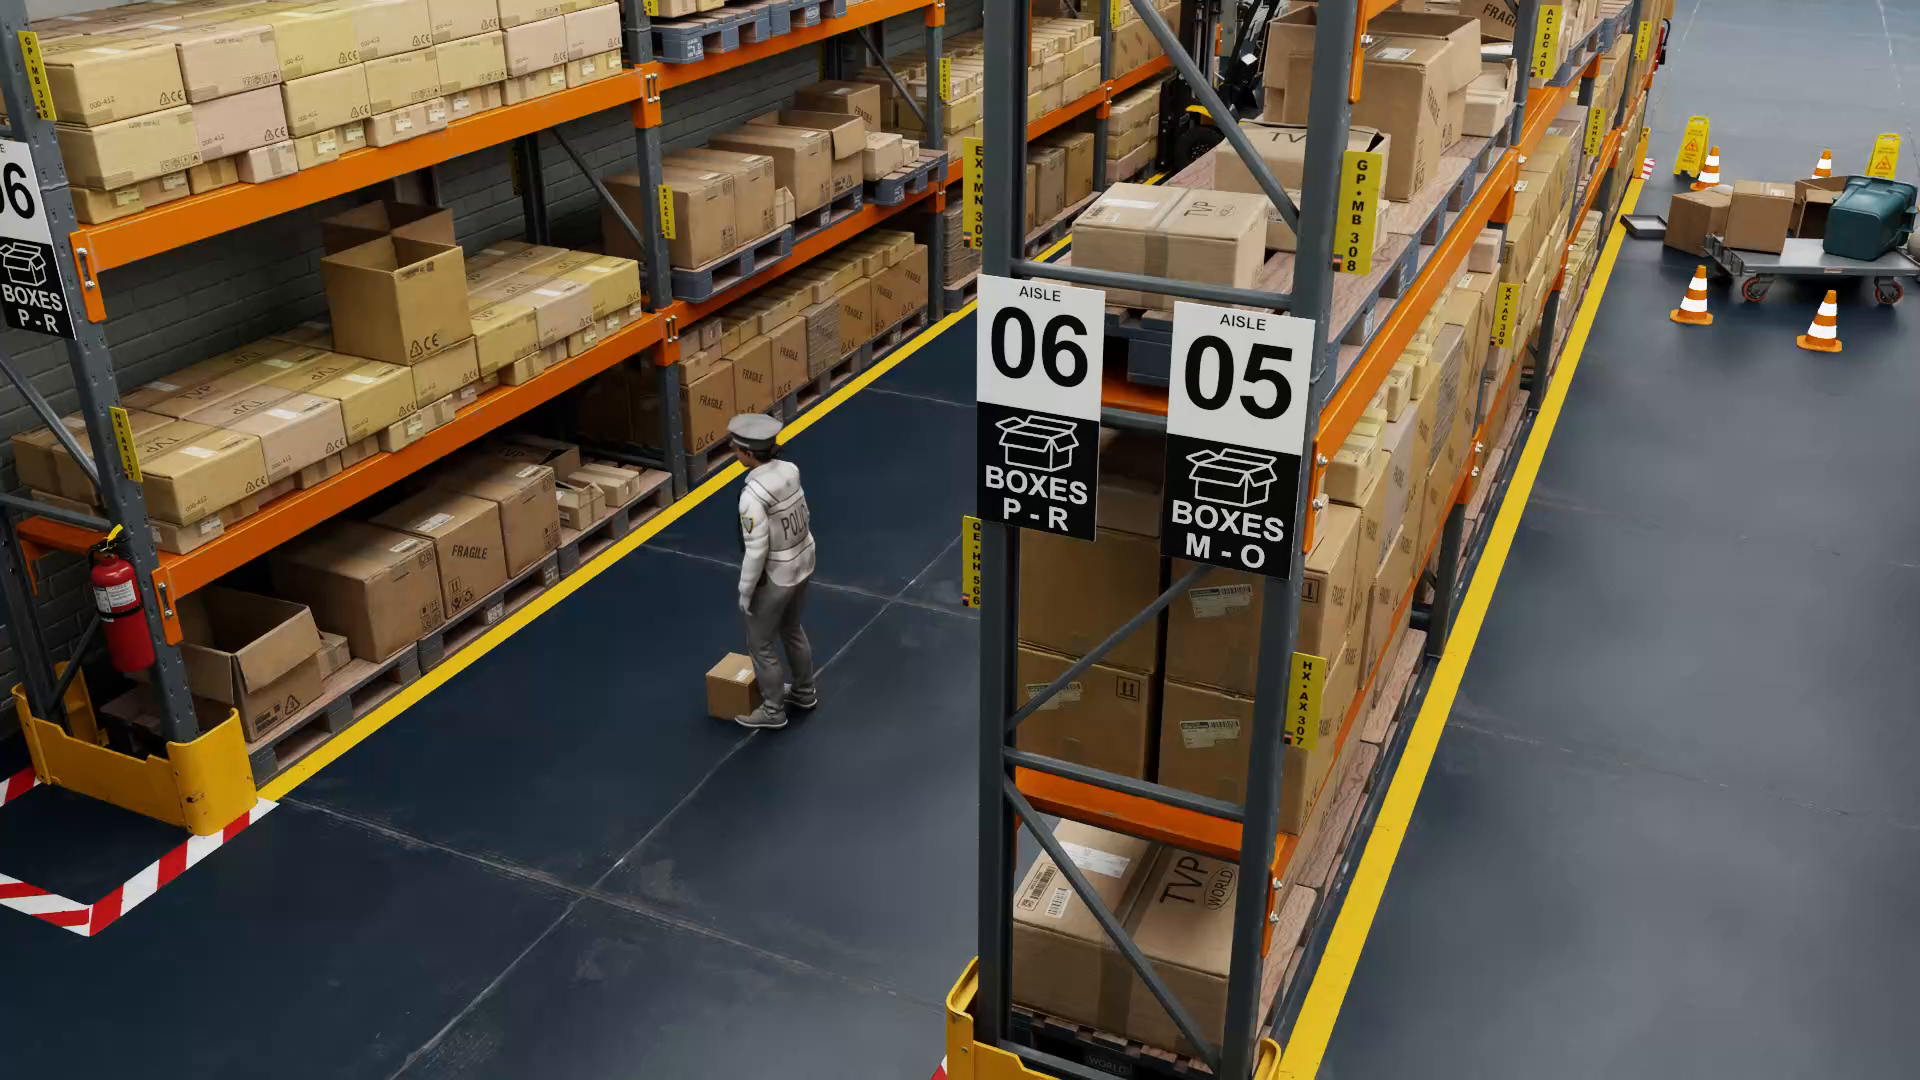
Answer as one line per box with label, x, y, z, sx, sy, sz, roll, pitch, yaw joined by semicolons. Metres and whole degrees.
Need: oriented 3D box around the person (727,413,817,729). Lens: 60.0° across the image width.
person;-0.935;0.175;8.254;0.403;1.664;0.528;11;29;22
